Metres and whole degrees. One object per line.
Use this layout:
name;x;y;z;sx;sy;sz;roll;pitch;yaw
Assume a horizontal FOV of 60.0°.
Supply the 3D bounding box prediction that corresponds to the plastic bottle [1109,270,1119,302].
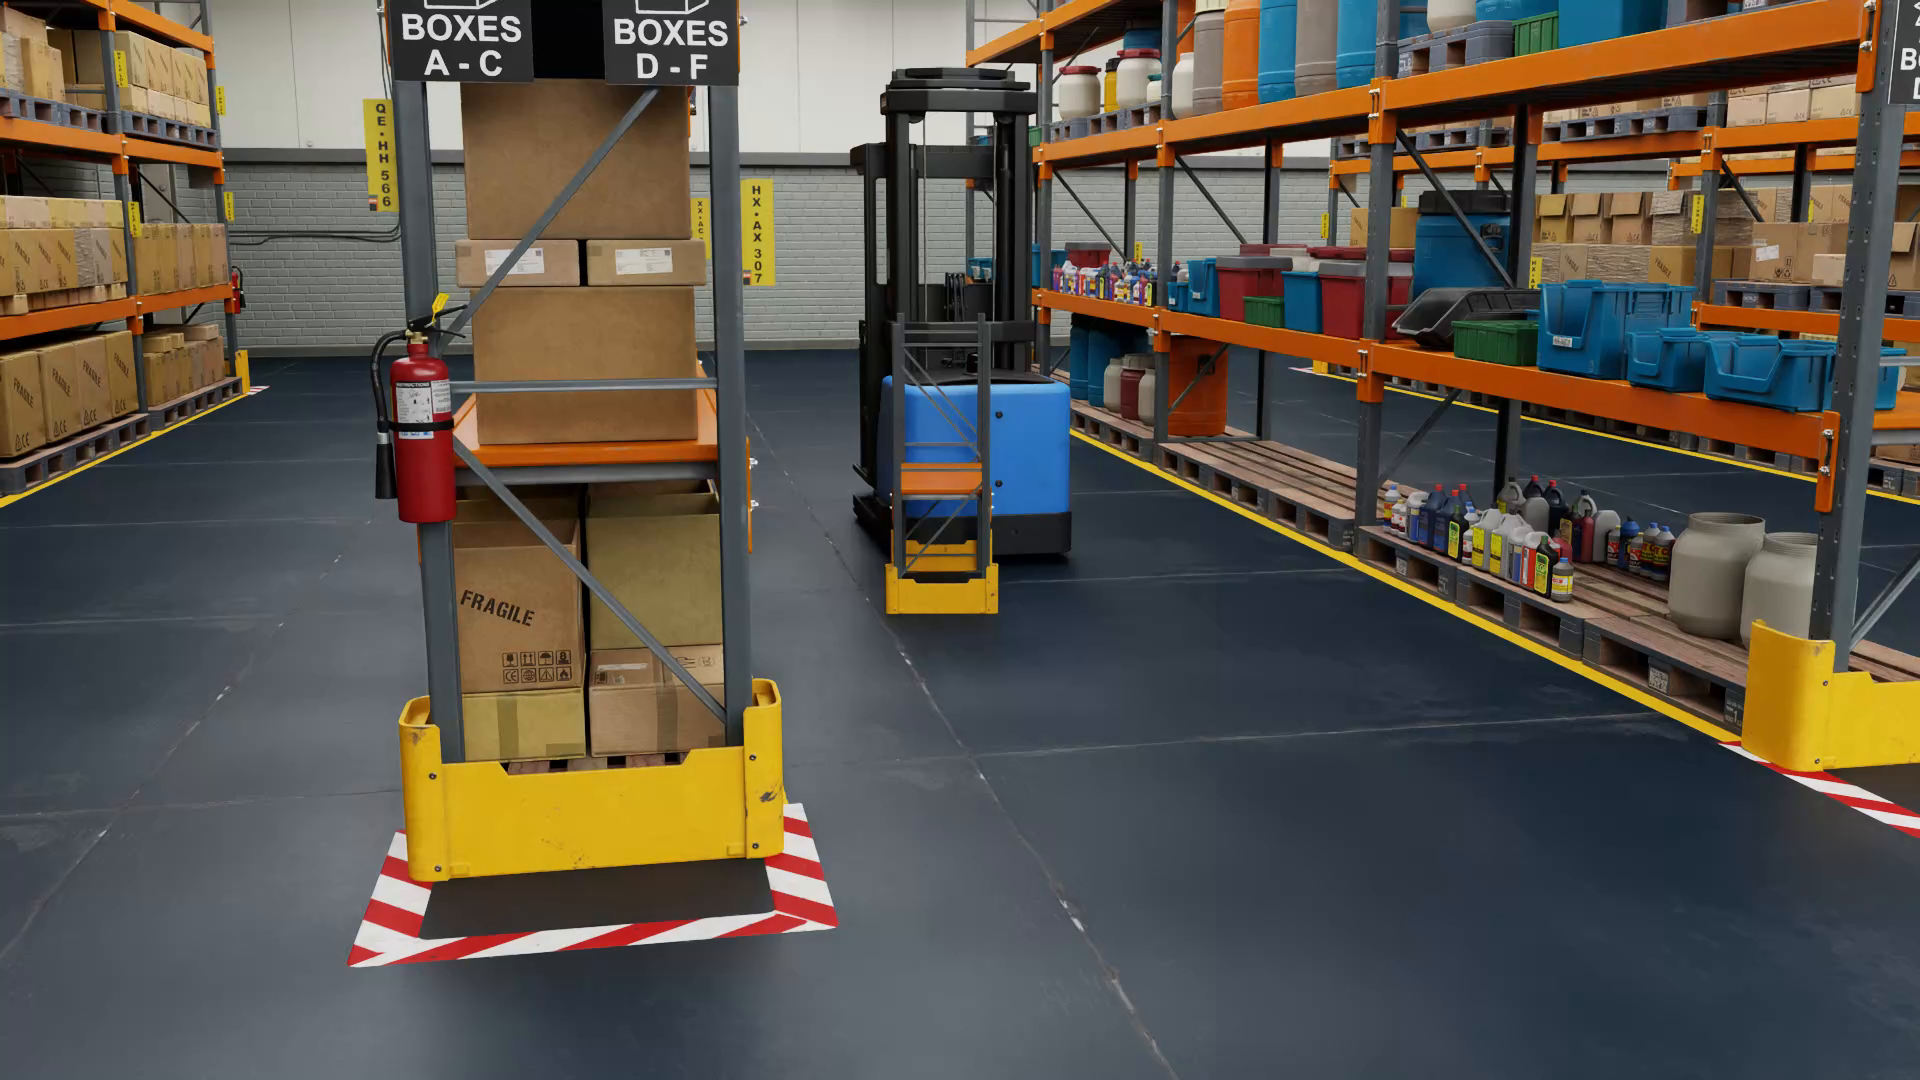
plastic bottle;1.411;-2.329;15.223;0.061;0.283;0.133;-2;11;-11

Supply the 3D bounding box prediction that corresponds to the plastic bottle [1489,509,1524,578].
plastic bottle;2.814;0.010;8.527;0.144;0.351;0.185;-2;11;-9

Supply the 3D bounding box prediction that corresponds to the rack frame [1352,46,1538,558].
rack frame;2.909;-1.385;9.948;1.000;3.000;0.127;-2;11;-11

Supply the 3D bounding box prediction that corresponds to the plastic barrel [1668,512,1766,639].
plastic barrel;3.386;0.155;7.390;0.421;0.512;0.421;0;11;0

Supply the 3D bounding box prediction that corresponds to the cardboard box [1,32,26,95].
cardboard box;-8.095;-3.871;13.545;0.700;0.500;0.500;-2;11;-11

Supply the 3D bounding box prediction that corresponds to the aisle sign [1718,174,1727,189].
aisle sign;10.598;-5.229;23.193;0.394;0.787;0.004;-2;11;-11

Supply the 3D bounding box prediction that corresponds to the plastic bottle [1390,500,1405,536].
plastic bottle;2.560;-0.133;9.680;0.097;0.201;0.097;0;11;0

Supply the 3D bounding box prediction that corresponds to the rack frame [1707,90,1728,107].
rack frame;6.989;-5.245;14.188;1.000;3.000;0.127;-2;11;-11

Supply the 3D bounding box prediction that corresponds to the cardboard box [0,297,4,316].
cardboard box;-7.464;-1.760;12.537;0.380;0.149;0.250;-2;11;-10

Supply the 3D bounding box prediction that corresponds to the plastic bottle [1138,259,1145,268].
plastic bottle;1.852;-2.671;16.839;0.144;0.351;0.185;-2;11;-11

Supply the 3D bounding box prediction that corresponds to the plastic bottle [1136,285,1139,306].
plastic bottle;1.584;-2.143;14.467;0.097;0.201;0.097;0;11;0

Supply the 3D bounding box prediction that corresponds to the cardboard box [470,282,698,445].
cardboard box;-1.251;-0.607;5.594;0.700;0.500;0.500;-2;11;-11

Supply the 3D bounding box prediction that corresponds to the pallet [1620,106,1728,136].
pallet;6.812;-3.795;15.096;1.213;0.211;1.003;-2;11;-8

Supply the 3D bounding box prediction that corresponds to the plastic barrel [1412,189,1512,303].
plastic barrel;3.131;-1.713;10.332;0.600;0.901;0.708;-2;11;-11

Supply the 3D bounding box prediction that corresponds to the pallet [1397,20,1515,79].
pallet;3.145;-2.637;9.009;1.213;0.211;1.003;-2;11;-11

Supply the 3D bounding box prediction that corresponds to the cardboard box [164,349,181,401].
cardboard box;-8.504;-1.703;17.184;0.700;0.500;0.500;-2;11;-12

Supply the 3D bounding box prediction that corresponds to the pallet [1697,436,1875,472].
pallet;7.140;-0.785;14.256;1.003;0.211;1.213;-2;11;-11

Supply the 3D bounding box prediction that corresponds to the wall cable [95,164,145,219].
wall cable;-10.320;-3.925;20.577;0.084;1.984;1.851;-2;11;-11

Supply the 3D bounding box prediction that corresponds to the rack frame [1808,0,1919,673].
rack frame;3.687;-0.651;6.094;1.000;3.000;0.127;-2;11;-11

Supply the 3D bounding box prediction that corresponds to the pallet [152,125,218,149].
pallet;-8.989;-4.519;18.634;1.003;0.211;1.213;-2;11;-11

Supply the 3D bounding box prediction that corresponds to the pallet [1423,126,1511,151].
pallet;6.062;-4.612;19.122;1.003;0.211;1.213;-2;11;-11

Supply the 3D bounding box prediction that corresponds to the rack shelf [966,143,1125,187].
rack shelf;0.964;-4.339;19.371;1.077;0.370;4.000;-2;11;-11

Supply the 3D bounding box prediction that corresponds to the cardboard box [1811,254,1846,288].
cardboard box;7.089;-2.115;13.065;0.500;0.250;0.500;-2;11;-13

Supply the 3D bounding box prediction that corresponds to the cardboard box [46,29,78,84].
cardboard box;-8.730;-4.635;16.008;0.500;0.500;0.500;-2;11;-11

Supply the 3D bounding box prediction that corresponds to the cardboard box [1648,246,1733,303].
cardboard box;6.650;-2.429;15.168;0.500;0.500;0.500;-2;11;-9

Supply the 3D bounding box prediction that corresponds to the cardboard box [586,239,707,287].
cardboard box;-1.038;-0.919;5.500;0.380;0.149;0.250;-2;11;-11

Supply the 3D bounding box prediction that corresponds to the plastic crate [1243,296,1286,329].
plastic crate;2.293;-1.590;11.592;0.450;0.188;0.662;-2;11;-11

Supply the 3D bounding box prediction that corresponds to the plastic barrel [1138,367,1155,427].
plastic barrel;1.821;-1.292;14.991;0.421;0.512;0.421;0;11;0

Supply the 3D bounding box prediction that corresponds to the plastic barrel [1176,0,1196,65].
plastic barrel;2.023;-4.113;13.990;0.600;0.830;0.708;-2;11;-11

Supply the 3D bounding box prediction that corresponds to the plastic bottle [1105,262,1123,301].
plastic bottle;1.421;-2.393;15.378;0.144;0.351;0.185;-2;11;-11

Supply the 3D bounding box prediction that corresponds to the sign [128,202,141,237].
sign;-7.835;-3.043;15.776;0.100;0.325;0.005;-2;11;-11

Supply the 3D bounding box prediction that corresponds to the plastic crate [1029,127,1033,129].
plastic crate;0.863;-4.398;18.209;0.416;0.233;0.300;-2;11;-11

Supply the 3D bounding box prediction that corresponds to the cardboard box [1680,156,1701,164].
cardboard box;10.155;-5.236;22.560;0.500;0.250;0.500;-2;11;-9

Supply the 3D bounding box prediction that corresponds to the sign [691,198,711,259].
sign;-1.407;-1.690;9.025;0.100;0.325;0.005;-2;11;-11

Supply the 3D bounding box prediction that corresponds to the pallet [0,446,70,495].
pallet;-7.667;-0.535;12.945;1.003;0.211;1.213;-2;11;-11

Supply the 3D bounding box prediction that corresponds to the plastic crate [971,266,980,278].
plastic crate;0.281;-3.366;20.905;0.250;0.136;0.298;-2;11;-11

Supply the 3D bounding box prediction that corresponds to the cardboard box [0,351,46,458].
cardboard box;-7.601;-1.048;12.805;0.750;0.750;0.750;-2;11;-12

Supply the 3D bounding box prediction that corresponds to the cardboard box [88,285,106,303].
cardboard box;-7.834;-2.185;14.774;0.380;0.149;0.250;-2;11;-11

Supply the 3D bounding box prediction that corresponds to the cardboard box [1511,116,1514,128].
cardboard box;6.334;-4.655;17.717;0.700;0.500;0.500;-2;11;-10

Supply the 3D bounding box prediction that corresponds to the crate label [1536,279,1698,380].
crate label;3.063;-0.996;7.812;0.502;0.435;0.616;-2;11;-11

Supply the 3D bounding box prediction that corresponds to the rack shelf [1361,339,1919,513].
rack shelf;3.298;-0.664;8.088;1.077;0.370;4.000;-2;11;-11

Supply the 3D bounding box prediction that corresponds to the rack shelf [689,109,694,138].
rack shelf;-2.340;-2.692;10.719;1.077;0.370;4.000;-2;11;-11

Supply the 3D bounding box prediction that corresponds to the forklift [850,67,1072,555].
forklift;-0.123;-1.555;11.029;1.130;2.935;3.031;-2;11;-11

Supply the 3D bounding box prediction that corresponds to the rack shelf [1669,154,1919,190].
rack shelf;10.707;-4.681;21.168;1.077;0.370;4.000;-2;11;-11

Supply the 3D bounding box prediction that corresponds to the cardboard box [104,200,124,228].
cardboard box;-8.023;-2.989;15.254;0.500;0.250;0.500;-2;11;-10

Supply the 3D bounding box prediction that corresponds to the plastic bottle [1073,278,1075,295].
plastic bottle;1.174;-2.530;16.500;0.097;0.201;0.097;0;11;0

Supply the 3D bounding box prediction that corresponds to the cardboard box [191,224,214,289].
cardboard box;-8.882;-3.146;18.402;0.980;0.700;0.700;-2;11;-11

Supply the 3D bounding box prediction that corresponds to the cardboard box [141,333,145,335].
cardboard box;-8.781;-2.087;17.465;0.380;0.149;0.250;-2;11;-10

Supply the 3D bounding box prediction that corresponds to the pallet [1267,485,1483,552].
pallet;2.718;-0.157;10.958;1.003;0.211;1.213;-2;11;-11

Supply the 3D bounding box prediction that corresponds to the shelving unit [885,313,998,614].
shelving unit;-0.101;-0.453;9.066;0.587;1.500;1.083;0;11;-1

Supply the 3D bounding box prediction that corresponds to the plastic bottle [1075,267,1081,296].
plastic bottle;1.178;-2.549;16.377;0.061;0.283;0.133;-2;11;-11

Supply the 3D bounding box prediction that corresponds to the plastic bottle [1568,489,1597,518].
plastic bottle;3.417;-0.097;9.093;0.144;0.351;0.185;-2;11;-11

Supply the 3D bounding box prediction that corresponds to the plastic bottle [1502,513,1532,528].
plastic bottle;2.918;0.003;8.766;0.152;0.276;0.135;-2;11;-11

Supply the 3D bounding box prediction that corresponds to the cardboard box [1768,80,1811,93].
cardboard box;6.923;-3.878;13.421;0.500;0.500;0.500;-2;11;-11

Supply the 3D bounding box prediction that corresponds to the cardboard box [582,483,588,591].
cardboard box;-1.874;-0.058;7.201;0.500;0.500;0.500;-2;11;-11
